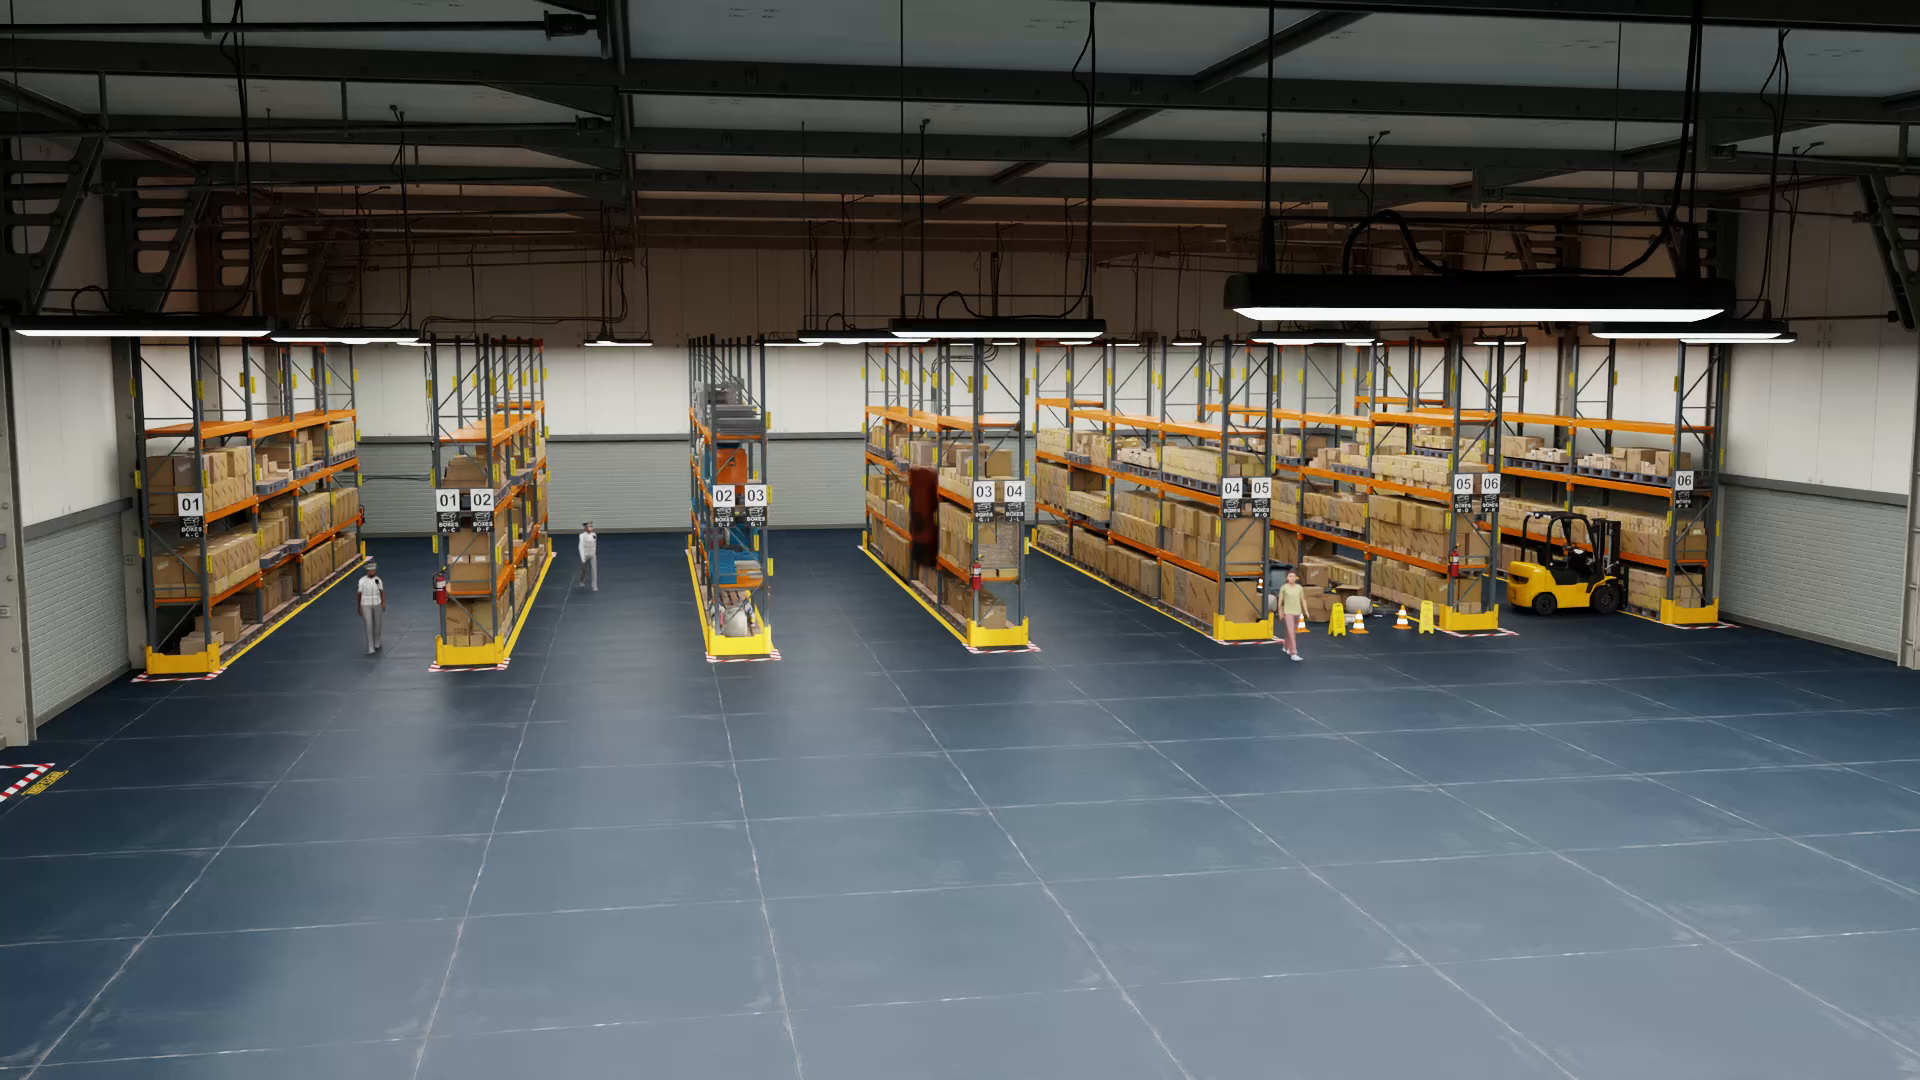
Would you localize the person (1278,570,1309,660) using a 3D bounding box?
[{"bbox_3d":[6.185,1.370,30.824,0.473,1.627,0.958,-2,7,-13],"label":"person"}]

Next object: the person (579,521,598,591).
[{"bbox_3d":[-8.855,0.357,39.558,0.440,1.638,0.989,-2,7,-21],"label":"person"}]

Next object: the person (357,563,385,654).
[{"bbox_3d":[-11.184,1.291,31.716,0.477,1.670,0.731,-5,8,-35],"label":"person"}]

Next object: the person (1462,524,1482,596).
[{"bbox_3d":[11.863,0.511,38.321,0.514,1.768,0.613,-2,7,-16],"label":"person"}]
